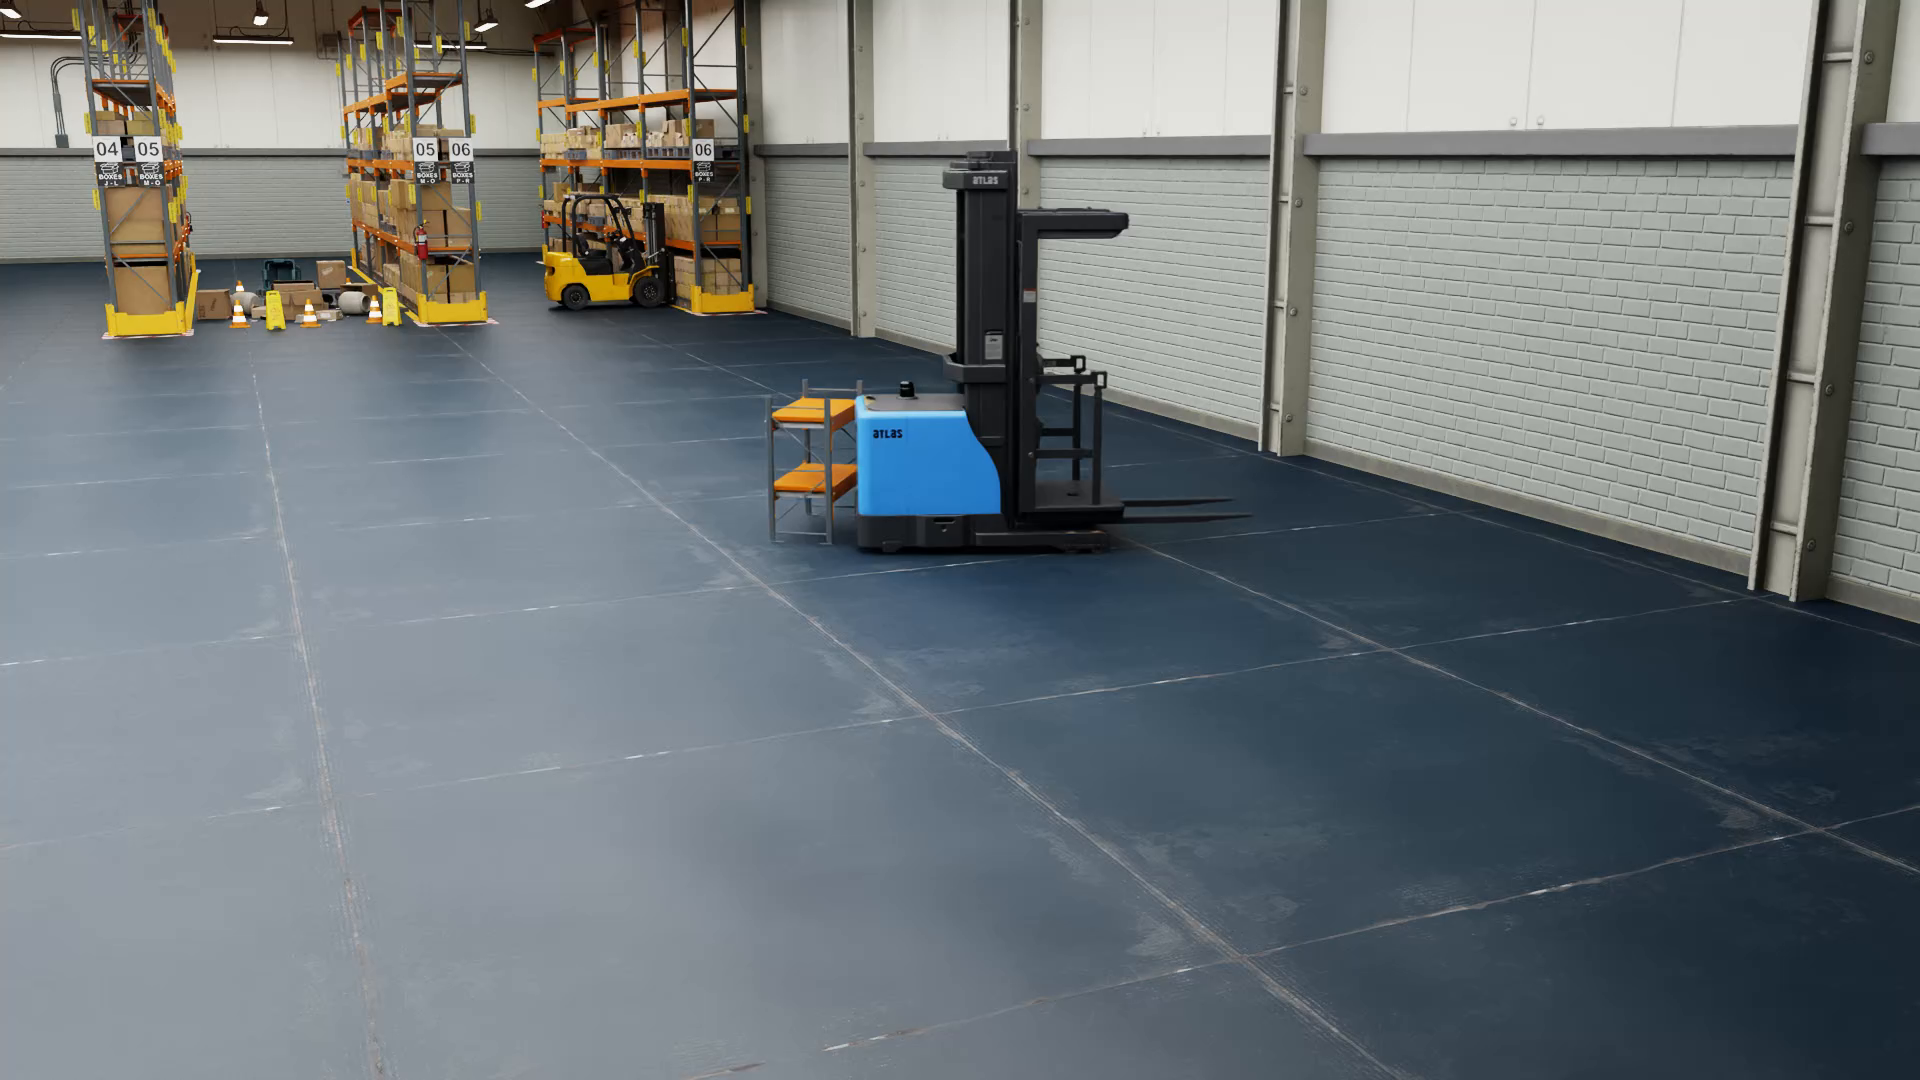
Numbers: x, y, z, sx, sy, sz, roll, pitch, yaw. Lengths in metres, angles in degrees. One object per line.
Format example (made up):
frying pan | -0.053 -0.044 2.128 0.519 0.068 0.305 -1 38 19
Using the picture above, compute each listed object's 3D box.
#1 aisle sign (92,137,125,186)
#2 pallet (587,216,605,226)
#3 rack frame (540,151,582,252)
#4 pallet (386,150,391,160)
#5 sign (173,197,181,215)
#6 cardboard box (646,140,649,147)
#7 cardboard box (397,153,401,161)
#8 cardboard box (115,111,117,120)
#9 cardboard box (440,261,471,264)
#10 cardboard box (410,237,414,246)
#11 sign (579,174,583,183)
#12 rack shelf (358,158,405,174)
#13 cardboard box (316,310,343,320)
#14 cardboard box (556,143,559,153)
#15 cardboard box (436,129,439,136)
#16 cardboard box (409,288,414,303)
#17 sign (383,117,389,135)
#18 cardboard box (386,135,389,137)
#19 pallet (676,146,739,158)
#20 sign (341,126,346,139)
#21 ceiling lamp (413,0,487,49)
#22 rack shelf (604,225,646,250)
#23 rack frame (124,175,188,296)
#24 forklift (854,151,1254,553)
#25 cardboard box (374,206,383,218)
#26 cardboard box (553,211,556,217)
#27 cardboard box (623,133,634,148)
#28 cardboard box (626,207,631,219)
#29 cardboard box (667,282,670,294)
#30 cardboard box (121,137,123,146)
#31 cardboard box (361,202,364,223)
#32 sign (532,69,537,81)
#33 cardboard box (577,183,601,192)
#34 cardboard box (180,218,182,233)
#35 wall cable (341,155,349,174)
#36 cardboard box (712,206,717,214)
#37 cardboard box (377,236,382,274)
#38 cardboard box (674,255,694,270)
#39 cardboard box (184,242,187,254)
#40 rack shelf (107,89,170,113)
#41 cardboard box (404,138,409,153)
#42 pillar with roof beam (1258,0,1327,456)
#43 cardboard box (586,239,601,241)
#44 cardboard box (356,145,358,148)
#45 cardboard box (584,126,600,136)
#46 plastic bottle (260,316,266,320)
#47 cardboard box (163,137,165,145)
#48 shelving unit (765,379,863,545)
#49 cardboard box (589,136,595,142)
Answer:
aisle sign | -13.818 -6.143 26.994 0.394 0.787 0.004 -6 14 -23
pallet | -8.071 -7.528 39.171 1.213 0.211 1.003 -6 14 -23
rack frame | -10.939 -9.141 45.713 1.000 3.000 0.127 -6 14 -23
pallet | -10.829 -7.720 33.336 1.213 0.211 1.003 -6 14 -23
sign | -14.666 -6.255 31.150 0.100 0.325 0.005 -6 14 -23
cardboard box | -6.231 -8.134 34.113 0.380 0.149 0.250 -5 14 -22
cardboard box | -10.343 -7.191 31.191 0.380 0.149 0.250 -6 14 -24
cardboard box | -14.116 -6.990 27.401 0.380 0.149 0.250 -6 14 -23
cardboard box | -9.370 -4.921 30.982 0.500 0.500 0.500 -6 14 -25
cardboard box | -9.840 -5.469 30.406 0.380 0.149 0.250 -5 14 -22
sign | -10.423 -9.905 45.745 0.100 0.325 0.005 -6 14 -23
rack shelf | -13.082 -8.563 38.159 1.077 0.370 4.000 -6 14 -23
cardboard box | -11.452 -4.085 30.192 0.380 0.149 0.250 1 13 6
cardboard box | -10.172 -10.138 43.042 0.500 0.250 0.500 -5 14 -22
cardboard box | -9.148 -7.256 29.706 0.380 0.149 0.250 -6 14 -23
cardboard box | -10.062 -4.609 31.299 0.500 0.250 0.500 -6 14 -25
sign | -11.186 -8.067 32.400 0.100 0.325 0.005 -6 14 -23
cardboard box | -11.457 -8.366 34.005 0.500 0.250 0.500 -5 14 -22
pallet | -4.790 -7.402 31.743 1.003 0.211 1.213 -6 14 -23
sign | -15.997 -10.569 43.115 0.100 0.325 0.005 -6 14 -23
ceiling lamp | -14.146 -15.251 45.862 2.000 3.185 0.800 -6 14 -23
rack shelf | -6.934 -6.724 36.867 1.077 0.370 4.000 -6 14 -23
rack frame | -16.776 -6.571 34.609 1.000 3.000 0.127 -6 14 -23
forklift | 0.710 -1.446 12.619 3.031 2.935 1.130 -1 13 -5
cardboard box | -12.708 -7.287 36.925 0.500 0.250 0.500 -6 14 -23
cardboard box | -10.589 -8.655 44.171 0.380 0.149 0.250 -6 14 -25
cardboard box | -6.953 -8.619 35.850 0.500 0.311 0.500 -6 14 -25
cardboard box | -6.976 -7.122 36.215 0.500 0.250 0.500 -5 14 -22
cardboard box | -5.619 -5.082 33.342 0.500 0.250 0.500 -5 14 -21
cardboard box | -14.524 -6.811 28.398 0.380 0.149 0.250 -6 14 -23
cardboard box | -14.304 -7.987 40.505 0.500 0.500 0.500 -5 14 -22
sign | -11.437 -12.508 44.710 0.100 0.325 0.005 -6 14 -23
cardboard box | -9.690 -9.083 43.474 0.500 0.500 0.500 -6 14 -25
cardboard box | -16.350 -6.551 34.300 0.500 0.500 0.500 -6 14 -23
wall cable | -17.766 -10.365 48.679 0.585 1.953 0.123 -6 14 -23
cardboard box | -4.586 -6.339 31.945 0.380 0.149 0.250 -6 14 -23
cardboard box | -13.193 -6.728 39.068 0.875 0.875 0.875 -5 14 -21
cardboard box | -5.422 -5.463 32.769 0.500 0.250 0.500 -5 14 -22
cardboard box | -17.849 -6.619 37.763 0.500 0.250 0.500 -6 14 -24
rack shelf | -15.975 -8.535 32.273 1.077 0.370 4.000 -6 14 -23
cardboard box | -9.717 -7.106 29.941 0.500 0.250 0.500 -6 14 -24
pillar with roof beam | -0.717 -4.876 13.979 9.100 9.000 0.400 -6 14 -23
cardboard box | -9.142 -7.417 41.438 0.380 0.149 0.250 -6 15 -26
cardboard box | -14.433 -9.618 40.265 0.396 0.266 0.258 -5 14 -21
cardboard box | -9.152 -10.197 41.447 0.396 0.266 0.258 -6 14 -24
plastic bottle | -12.601 -4.034 30.163 0.133 0.061 0.283 -12 18 -42
cardboard box | -13.820 -6.819 28.432 0.380 0.149 0.250 -6 14 -23
shelving unit | -1.127 -0.636 13.123 0.538 1.125 1.048 2 13 10
cardboard box | -8.560 -9.476 39.297 0.380 0.149 0.250 -6 14 -24
